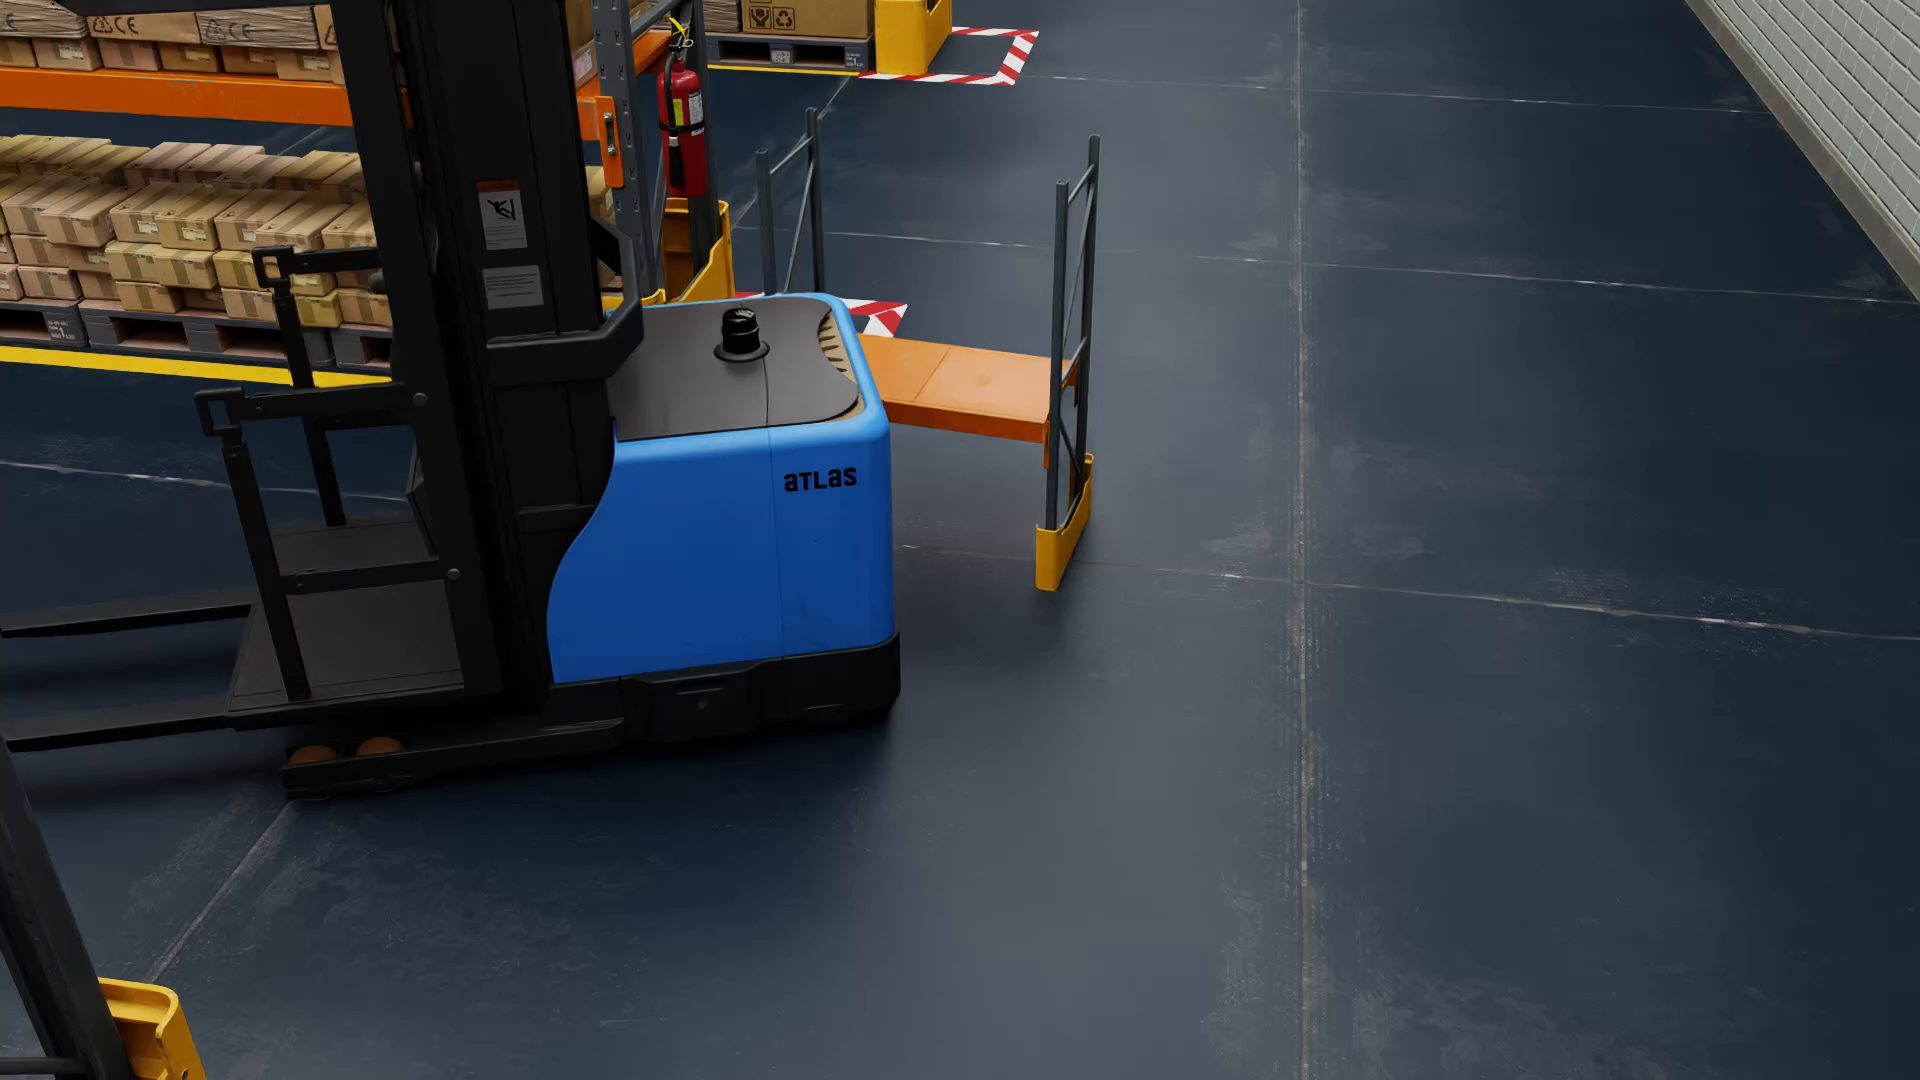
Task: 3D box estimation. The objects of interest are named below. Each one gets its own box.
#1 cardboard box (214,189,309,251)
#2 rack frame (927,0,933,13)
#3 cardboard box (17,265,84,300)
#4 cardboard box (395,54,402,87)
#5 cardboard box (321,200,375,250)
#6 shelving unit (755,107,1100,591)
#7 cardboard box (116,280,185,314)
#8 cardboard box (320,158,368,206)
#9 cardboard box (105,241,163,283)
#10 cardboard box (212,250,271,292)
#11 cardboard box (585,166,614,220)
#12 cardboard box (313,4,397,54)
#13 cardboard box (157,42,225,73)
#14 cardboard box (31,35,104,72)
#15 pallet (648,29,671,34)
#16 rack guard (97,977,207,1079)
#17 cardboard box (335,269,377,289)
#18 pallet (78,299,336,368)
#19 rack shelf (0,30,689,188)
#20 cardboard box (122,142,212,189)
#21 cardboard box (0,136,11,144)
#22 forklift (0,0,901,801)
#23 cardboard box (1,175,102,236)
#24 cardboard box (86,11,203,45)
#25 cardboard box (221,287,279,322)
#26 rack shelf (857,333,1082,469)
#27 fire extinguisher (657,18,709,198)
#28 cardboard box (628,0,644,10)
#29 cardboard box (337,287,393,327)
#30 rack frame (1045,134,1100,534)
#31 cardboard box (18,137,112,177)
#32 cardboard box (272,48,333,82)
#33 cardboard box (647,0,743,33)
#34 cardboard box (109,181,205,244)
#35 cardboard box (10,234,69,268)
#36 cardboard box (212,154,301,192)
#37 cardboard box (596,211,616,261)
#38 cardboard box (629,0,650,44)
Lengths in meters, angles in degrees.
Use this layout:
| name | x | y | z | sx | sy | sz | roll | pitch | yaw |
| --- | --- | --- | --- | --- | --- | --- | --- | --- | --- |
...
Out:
| name | x | y | z | sx | sy | sz | roll | pitch | yaw |
| --- | --- | --- | --- | --- | --- | --- | --- | --- | --- |
| cardboard box | -3.112 | -1.431 | 7.440 | 0.250 | 0.149 | 0.380 | 4 | 32 | 7 |
| rack frame | -0.339 | -4.738 | 10.993 | 0.127 | 3.000 | 1.000 | 5 | 32 | 8 |
| cardboard box | -4.136 | -1.264 | 7.733 | 0.250 | 0.149 | 0.380 | 5 | 32 | 7 |
| cardboard box | -2.130 | -1.984 | 6.830 | 0.250 | 0.149 | 0.380 | 5 | 32 | 8 |
| cardboard box | -2.597 | -1.355 | 7.318 | 0.250 | 0.149 | 0.380 | 4 | 32 | 6 |
| shelving unit | -0.091 | -0.680 | 5.924 | 1.083 | 1.500 | 0.587 | 9 | 33 | 14 |
| cardboard box | -3.625 | -1.185 | 7.607 | 0.250 | 0.149 | 0.380 | 4 | 32 | 7 |
| cardboard box | -2.781 | -1.659 | 7.804 | 0.250 | 0.149 | 0.380 | 6 | 33 | 10 |
| cardboard box | -3.631 | -1.310 | 7.526 | 0.250 | 0.149 | 0.380 | 5 | 32 | 8 |
| cardboard box | -3.116 | -1.264 | 7.453 | 0.250 | 0.149 | 0.380 | 7 | 33 | 11 |
| cardboard box | -1.732 | -1.599 | 7.709 | 0.250 | 0.149 | 0.380 | 4 | 32 | 6 |
| cardboard box | -2.266 | -2.276 | 6.684 | 0.500 | 0.500 | 0.500 | 5 | 32 | 7 |
| cardboard box | -3.161 | -2.104 | 7.021 | 0.250 | 0.149 | 0.380 | 6 | 32 | 9 |
| cardboard box | -3.685 | -2.115 | 7.039 | 0.250 | 0.149 | 0.380 | 7 | 33 | 10 |
| pallet | -2.339 | -3.697 | 11.957 | 1.213 | 0.211 | 1.003 | 5 | 32 | 8 |
| rack guard | -1.982 | 1.506 | 3.372 | 0.348 | 0.500 | 1.175 | 5 | 32 | 8 |
| cardboard box | -2.601 | -1.270 | 7.463 | 0.250 | 0.149 | 0.380 | 5 | 32 | 8 |
| pallet | -3.342 | -1.179 | 7.935 | 1.213 | 0.211 | 1.003 | 5 | 32 | 8 |
| rack shelf | -3.244 | -2.027 | 7.339 | 4.000 | 0.370 | 1.077 | 5 | 32 | 8 |
| cardboard box | -3.791 | -1.776 | 7.991 | 0.250 | 0.149 | 0.380 | 4 | 32 | 6 |
| cardboard box | -4.821 | -1.836 | 8.087 | 0.250 | 0.149 | 0.380 | 6 | 33 | 10 |
| forklift | -1.762 | -0.764 | 4.709 | 3.031 | 2.935 | 1.130 | -6 | 33 | -10 |
| cardboard box | -4.131 | -1.529 | 7.596 | 0.250 | 0.149 | 0.380 | 4 | 32 | 7 |
| cardboard box | -3.257 | -2.366 | 6.828 | 0.500 | 0.500 | 0.500 | 7 | 33 | 11 |
| cardboard box | -3.117 | -1.139 | 7.534 | 0.250 | 0.149 | 0.380 | 6 | 33 | 9 |
| rack shelf | -0.100 | -0.529 | 6.021 | 1.000 | 0.185 | 0.538 | 9 | 33 | 14 |
| fire extinguisher | -1.102 | -1.698 | 6.561 | 0.183 | 0.674 | 0.296 | 5 | 32 | 8 |
| cardboard box | -1.669 | -2.506 | 7.052 | 0.500 | 0.500 | 0.500 | 7 | 33 | 11 |
| cardboard box | -2.589 | -1.115 | 7.495 | 0.250 | 0.149 | 0.380 | 5 | 32 | 9 |
| rack frame | 0.387 | -0.605 | 5.803 | 0.032 | 1.500 | 0.500 | 9 | 33 | 14 |
| cardboard box | -4.316 | -1.816 | 8.054 | 0.250 | 0.149 | 0.380 | 5 | 32 | 8 |
| cardboard box | -2.641 | -2.034 | 6.909 | 0.250 | 0.149 | 0.380 | 4 | 32 | 6 |
| cardboard box | -1.880 | -4.112 | 11.599 | 0.875 | 0.875 | 0.875 | 5 | 32 | 8 |
| cardboard box | -3.611 | -1.483 | 7.522 | 0.250 | 0.149 | 0.380 | 4 | 32 | 6 |
| cardboard box | -4.136 | -1.402 | 7.674 | 0.250 | 0.149 | 0.380 | 4 | 32 | 6 |
| cardboard box | -3.297 | -1.679 | 7.836 | 0.250 | 0.149 | 0.380 | 5 | 32 | 8 |
| cardboard box | -1.746 | -1.430 | 7.718 | 0.250 | 0.149 | 0.380 | 6 | 33 | 10 |
| cardboard box | -1.537 | -2.247 | 7.250 | 0.250 | 0.149 | 0.380 | 5 | 32 | 8 |
